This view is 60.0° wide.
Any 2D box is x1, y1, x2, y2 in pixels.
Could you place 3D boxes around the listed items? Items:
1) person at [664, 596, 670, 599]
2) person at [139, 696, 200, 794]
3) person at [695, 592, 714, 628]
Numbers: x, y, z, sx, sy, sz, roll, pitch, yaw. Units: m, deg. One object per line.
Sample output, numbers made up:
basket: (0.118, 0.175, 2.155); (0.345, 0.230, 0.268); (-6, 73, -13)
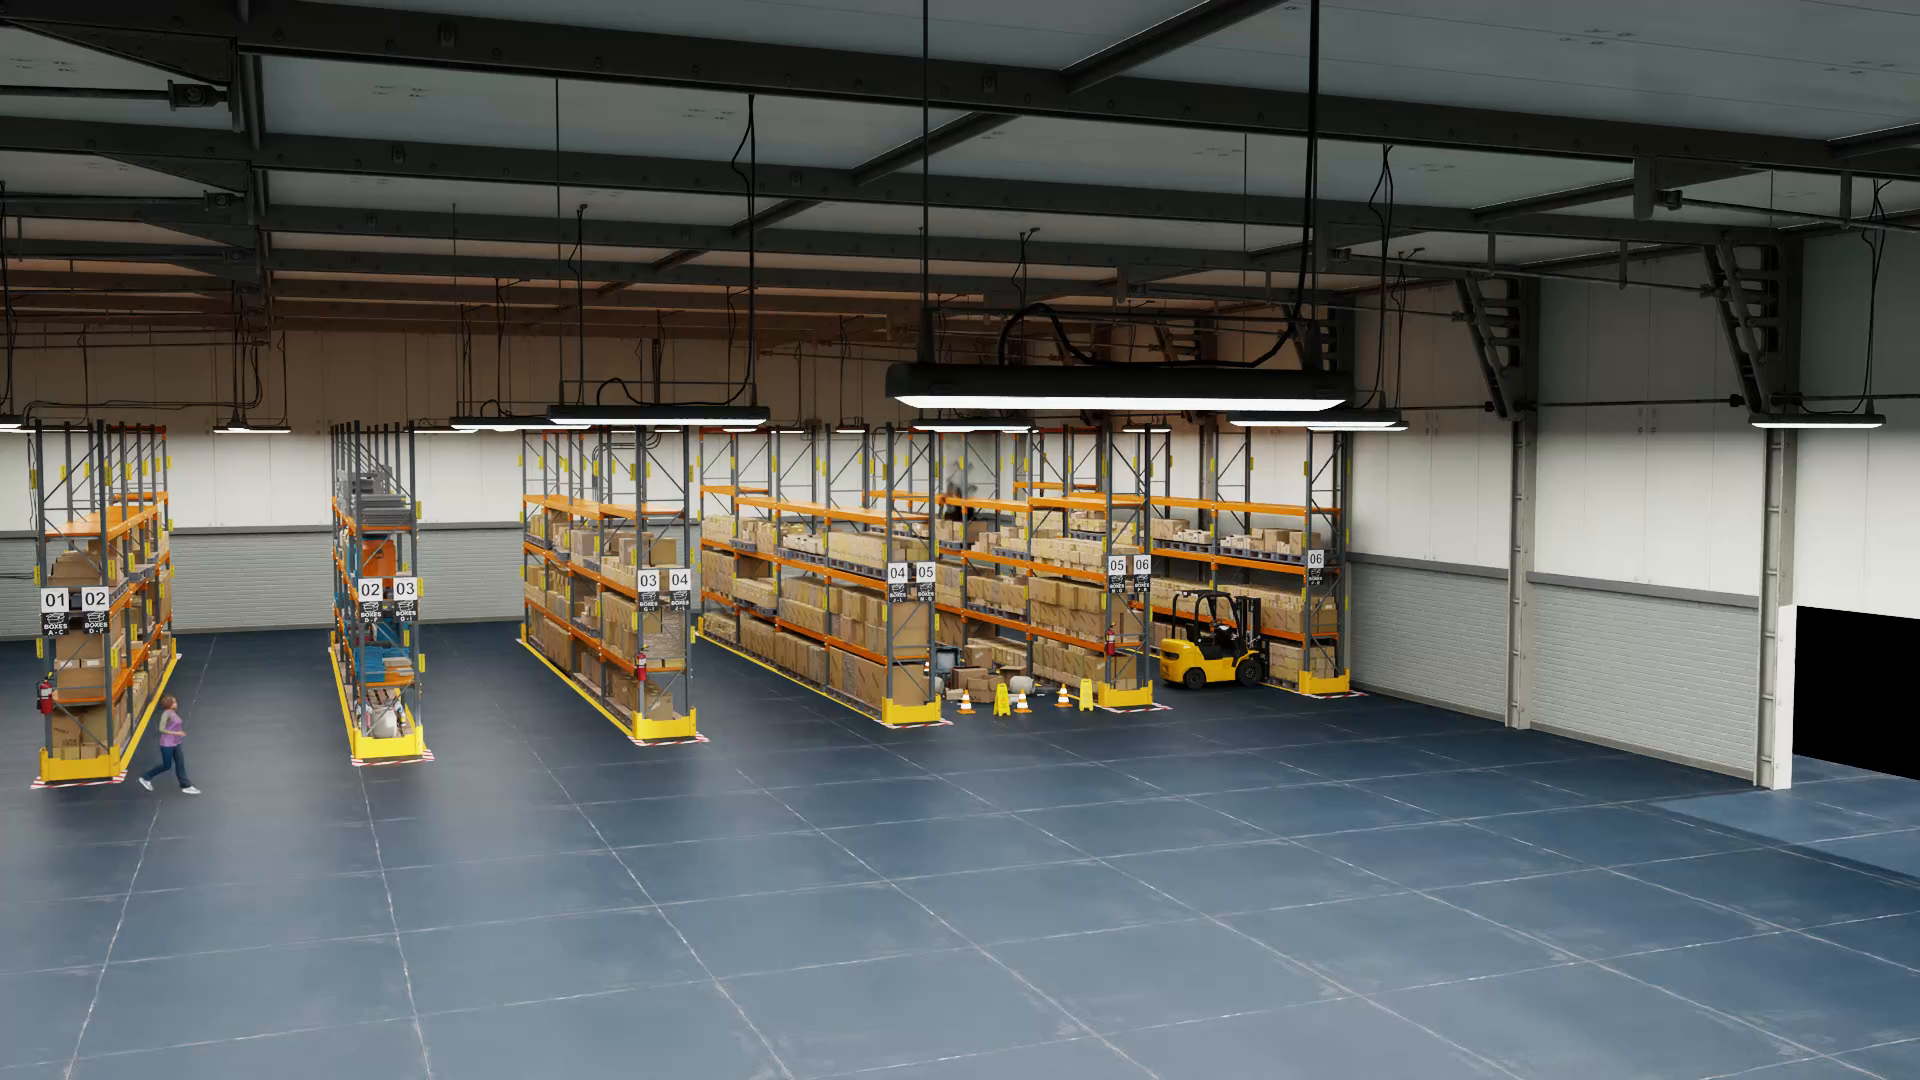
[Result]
person: (-8.700, 1.904, 47.706); (0.836, 1.674, 0.617); (0, 4, 4)
person: (-12.563, 3.259, 26.414); (0.917, 1.580, 0.541); (0, 4, -2)
person: (-7.489, 1.763, 49.362); (0.889, 1.775, 0.695); (0, 4, 0)
